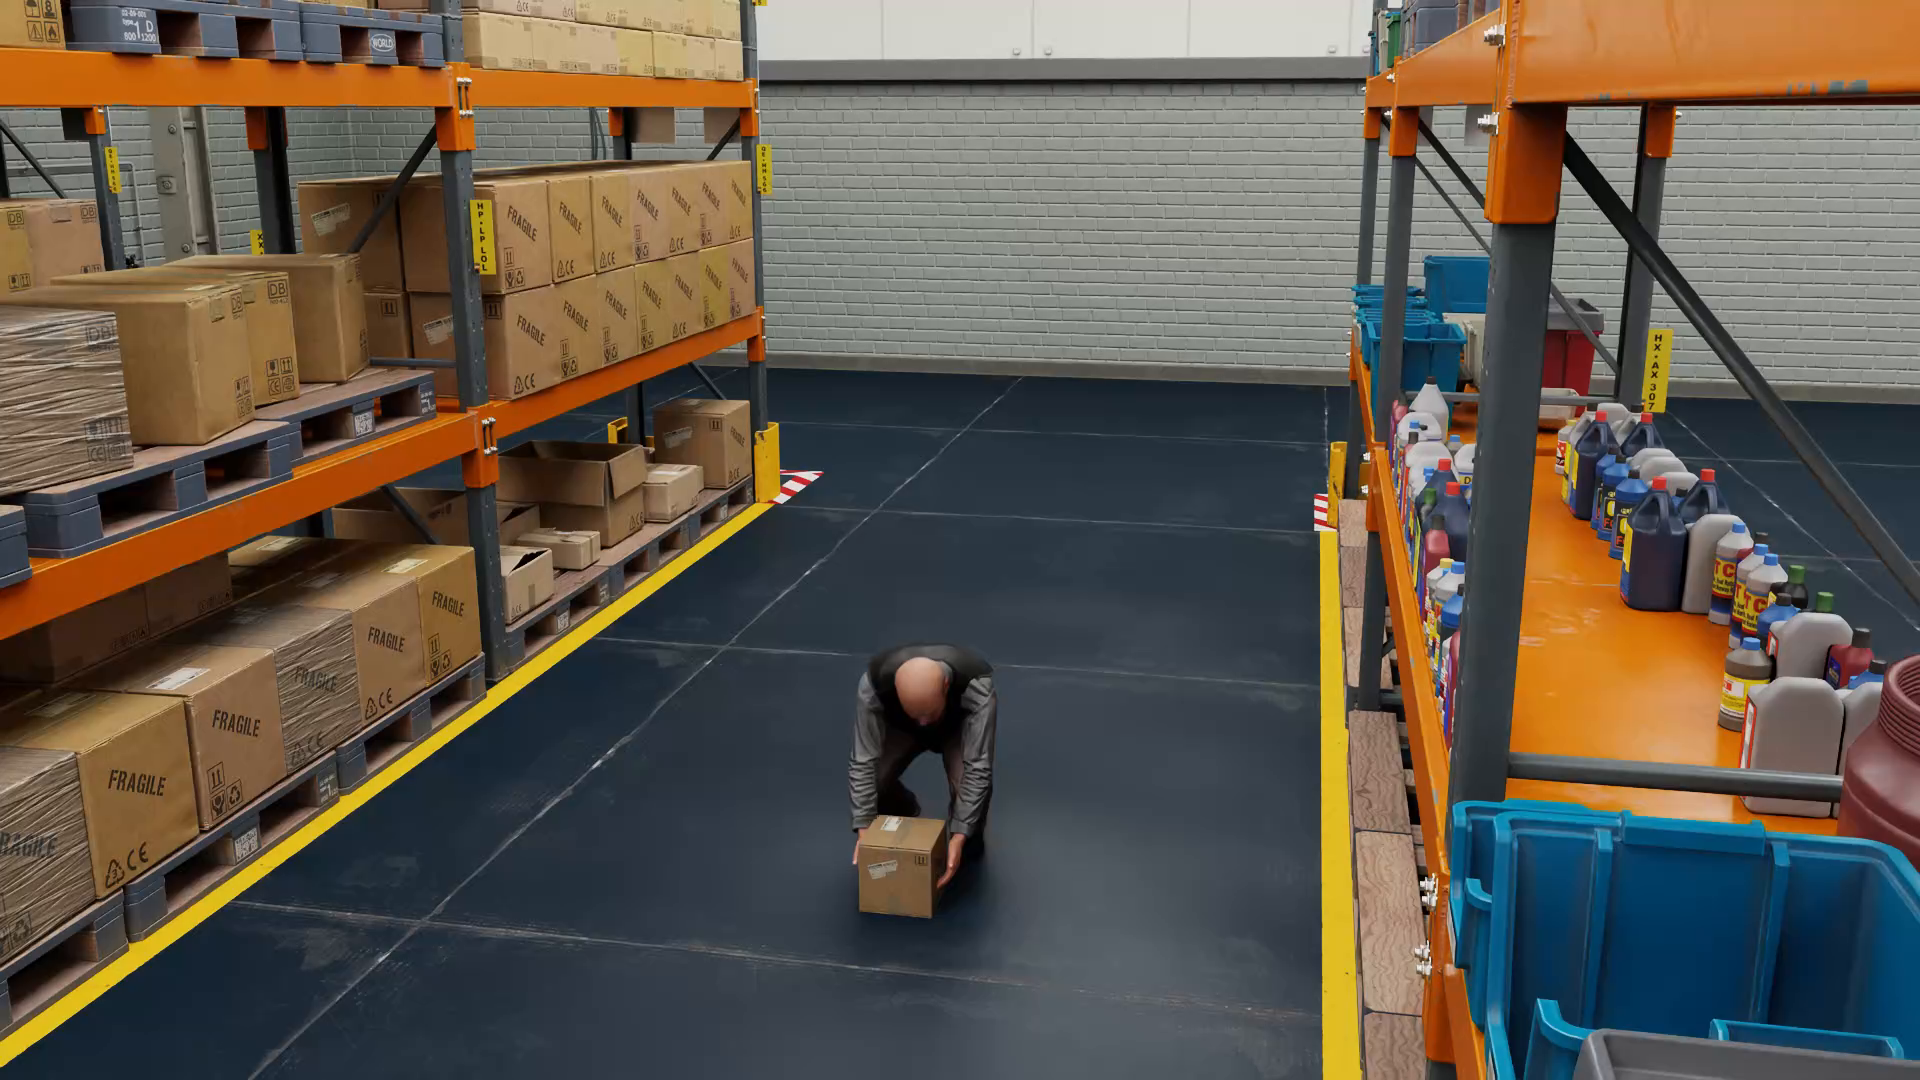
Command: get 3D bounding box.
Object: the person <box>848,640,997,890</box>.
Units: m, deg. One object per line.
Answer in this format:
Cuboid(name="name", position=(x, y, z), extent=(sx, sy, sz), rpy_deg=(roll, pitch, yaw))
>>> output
Cuboid(name="person", position=(-0.114, 0.731, 5.941), extent=(0.538, 0.877, 0.870), rpy_deg=(3, 15, 11))
